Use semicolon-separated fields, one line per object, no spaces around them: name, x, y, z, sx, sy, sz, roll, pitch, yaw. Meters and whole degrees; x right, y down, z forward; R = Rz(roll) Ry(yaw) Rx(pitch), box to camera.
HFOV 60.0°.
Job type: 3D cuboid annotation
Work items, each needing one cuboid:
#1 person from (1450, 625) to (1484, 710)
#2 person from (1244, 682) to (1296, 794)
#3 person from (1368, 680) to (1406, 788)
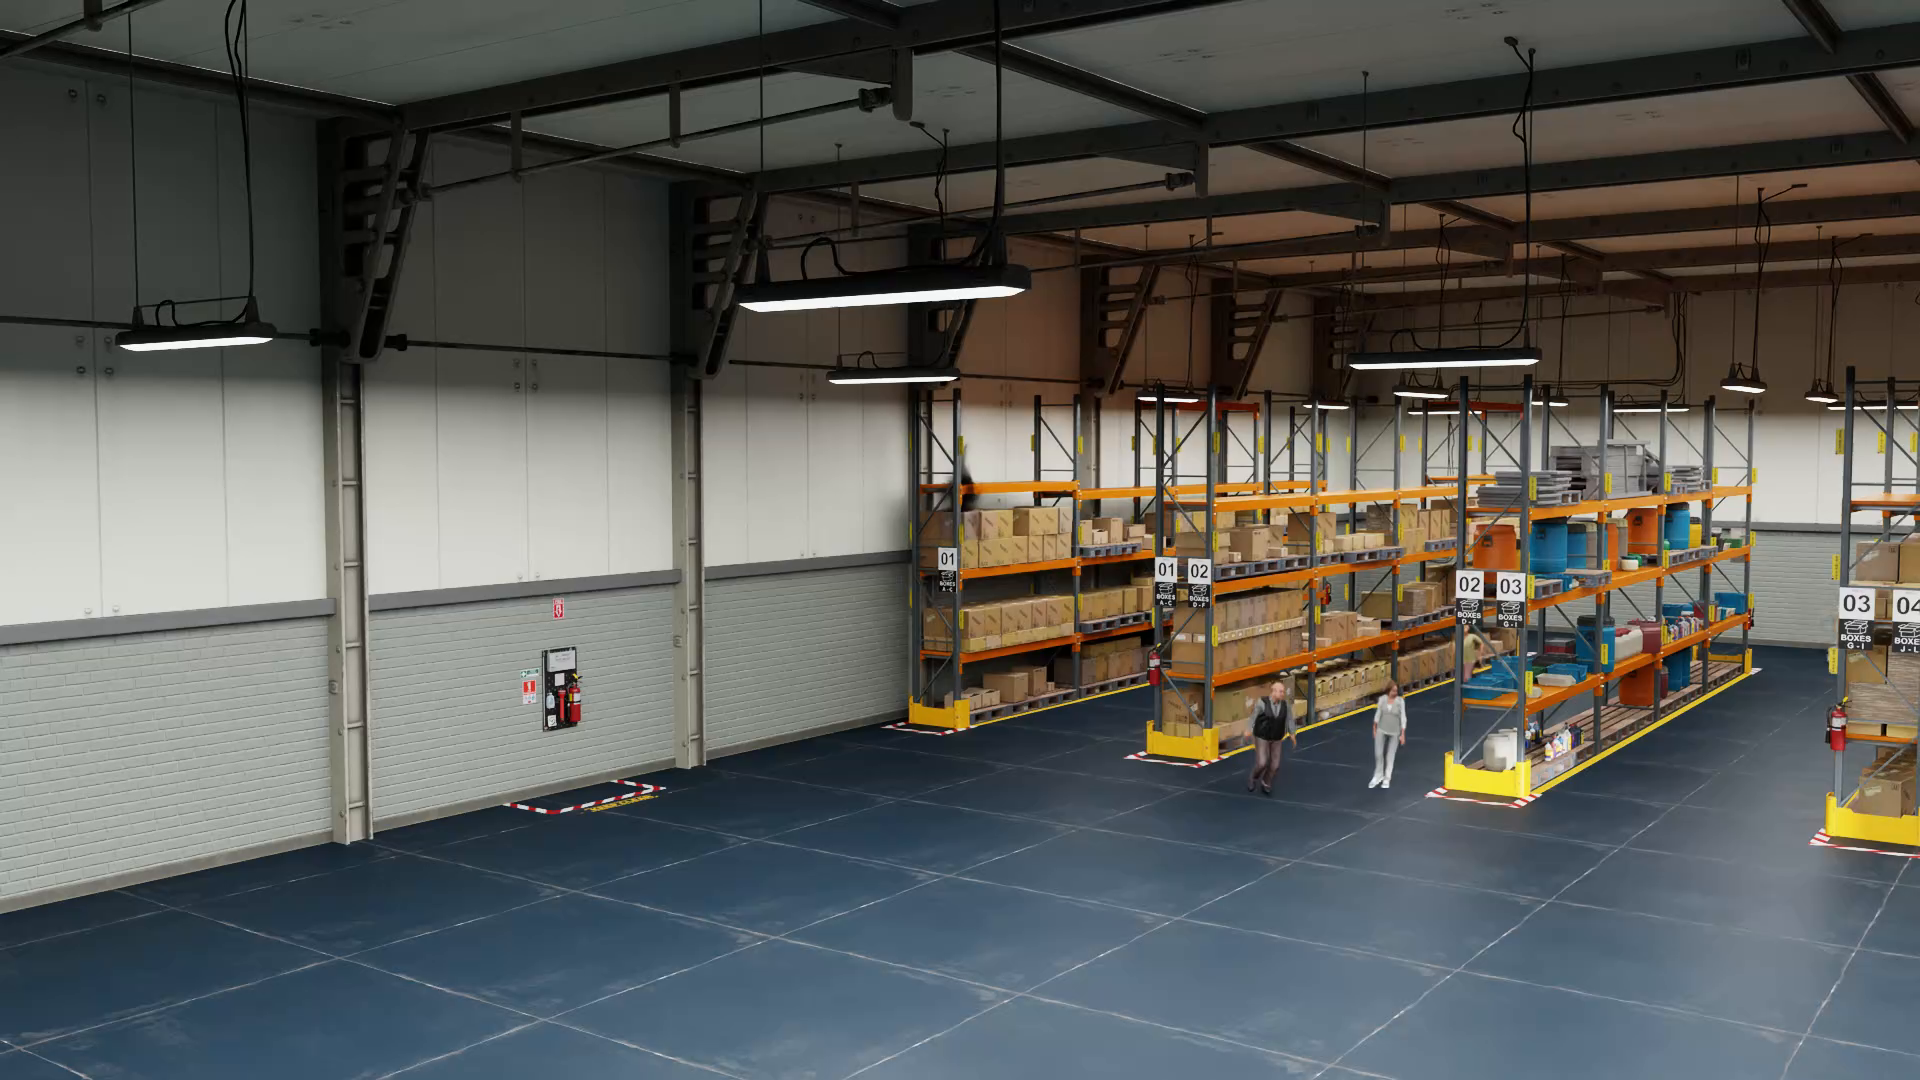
person;9.610;2.370;31.593;0.553;1.691;0.778;2;4;32
person;4.430;2.821;23.678;0.639;1.632;0.660;-1;3;-12
person;6.204;2.815;24.134;0.527;1.580;0.431;1;3;14
